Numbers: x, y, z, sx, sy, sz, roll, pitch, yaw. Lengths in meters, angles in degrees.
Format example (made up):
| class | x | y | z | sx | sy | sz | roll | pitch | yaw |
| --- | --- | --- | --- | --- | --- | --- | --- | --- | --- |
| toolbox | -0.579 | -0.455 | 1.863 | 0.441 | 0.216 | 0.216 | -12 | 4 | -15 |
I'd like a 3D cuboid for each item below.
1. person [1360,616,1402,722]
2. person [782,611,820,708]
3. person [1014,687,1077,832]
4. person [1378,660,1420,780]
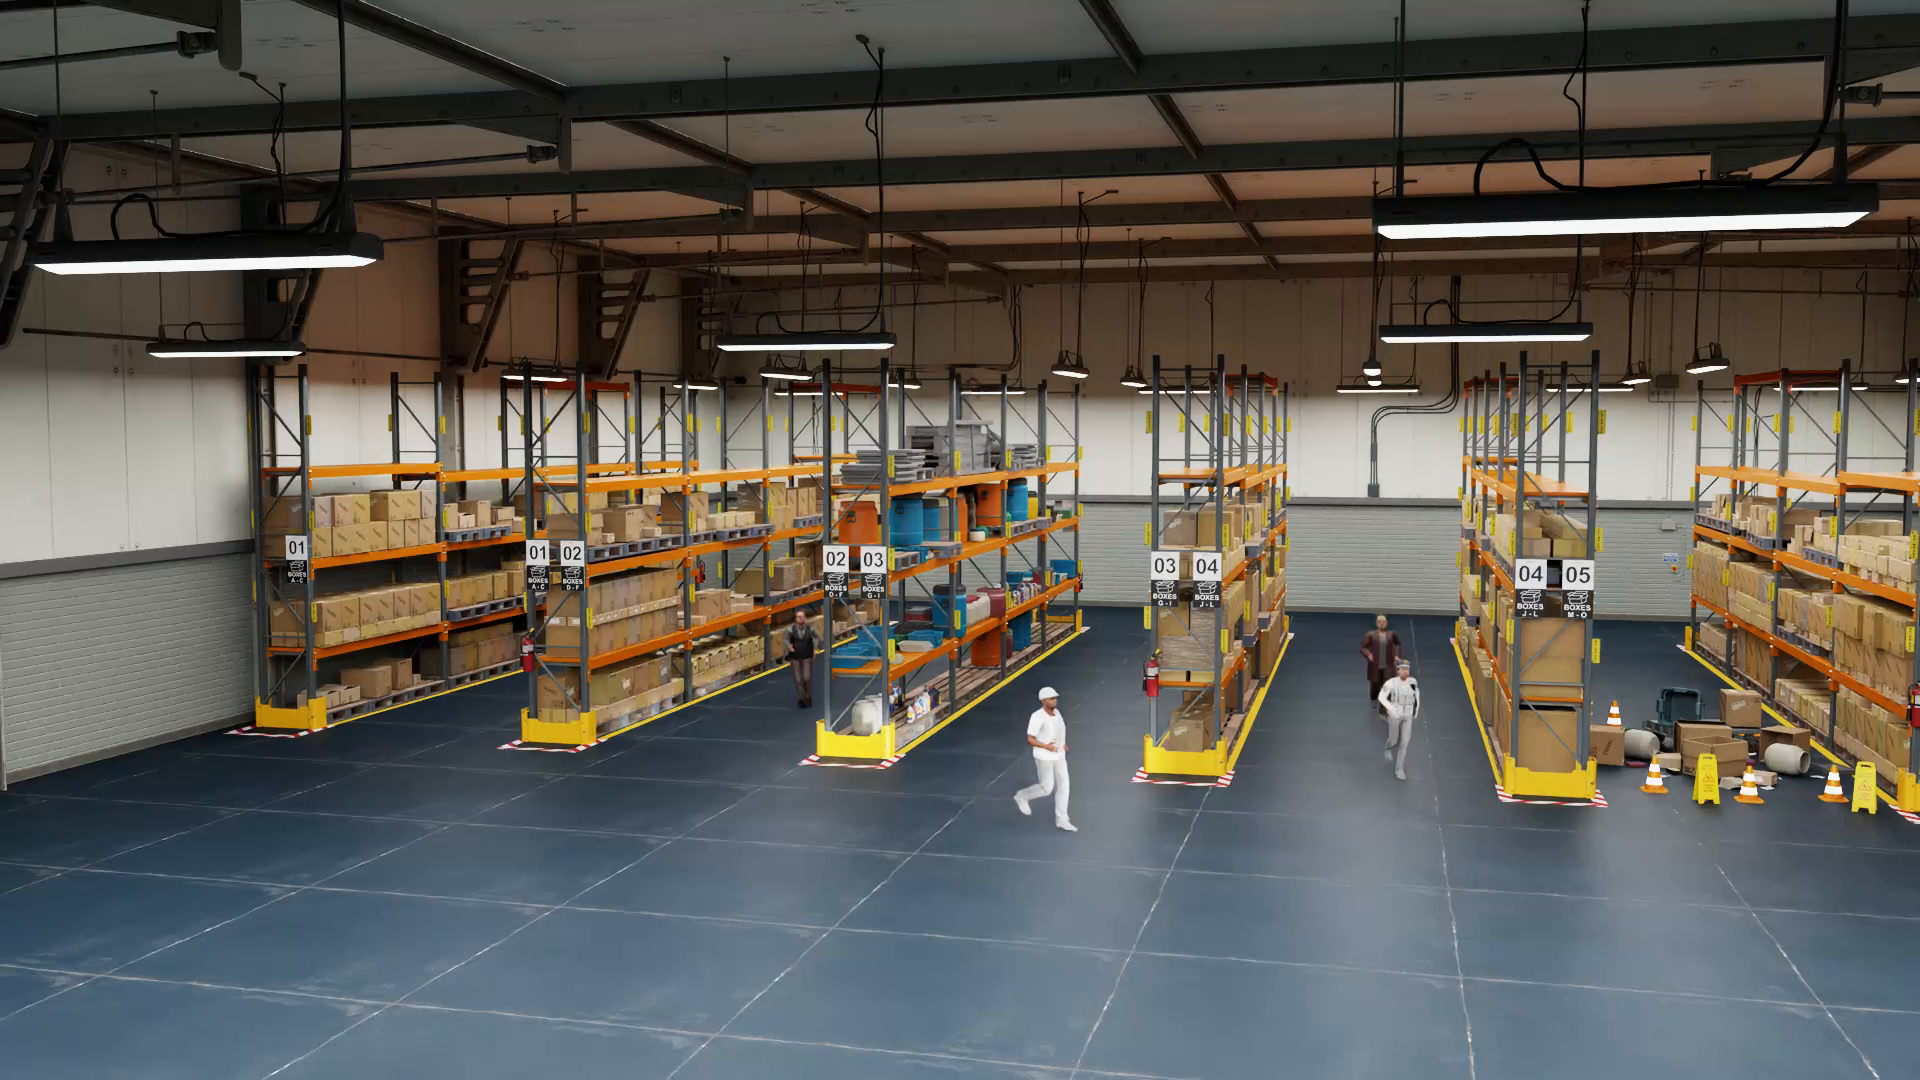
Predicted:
| class | x | y | z | sx | sy | sz | roll | pitch | yaw |
| --- | --- | --- | --- | --- | --- | --- | --- | --- | --- |
| person | 7.189 | 2.268 | 28.396 | 0.716 | 1.551 | 0.962 | 0 | 4 | 7 |
| person | -2.819 | 2.127 | 29.459 | 0.657 | 1.725 | 0.680 | 0 | 4 | 0 |
| person | 1.086 | 2.706 | 20.695 | 0.915 | 1.766 | 0.699 | 3 | 5 | 41 |
| person | 6.319 | 2.528 | 23.894 | 0.641 | 1.677 | 0.864 | 0 | 4 | -3 |
